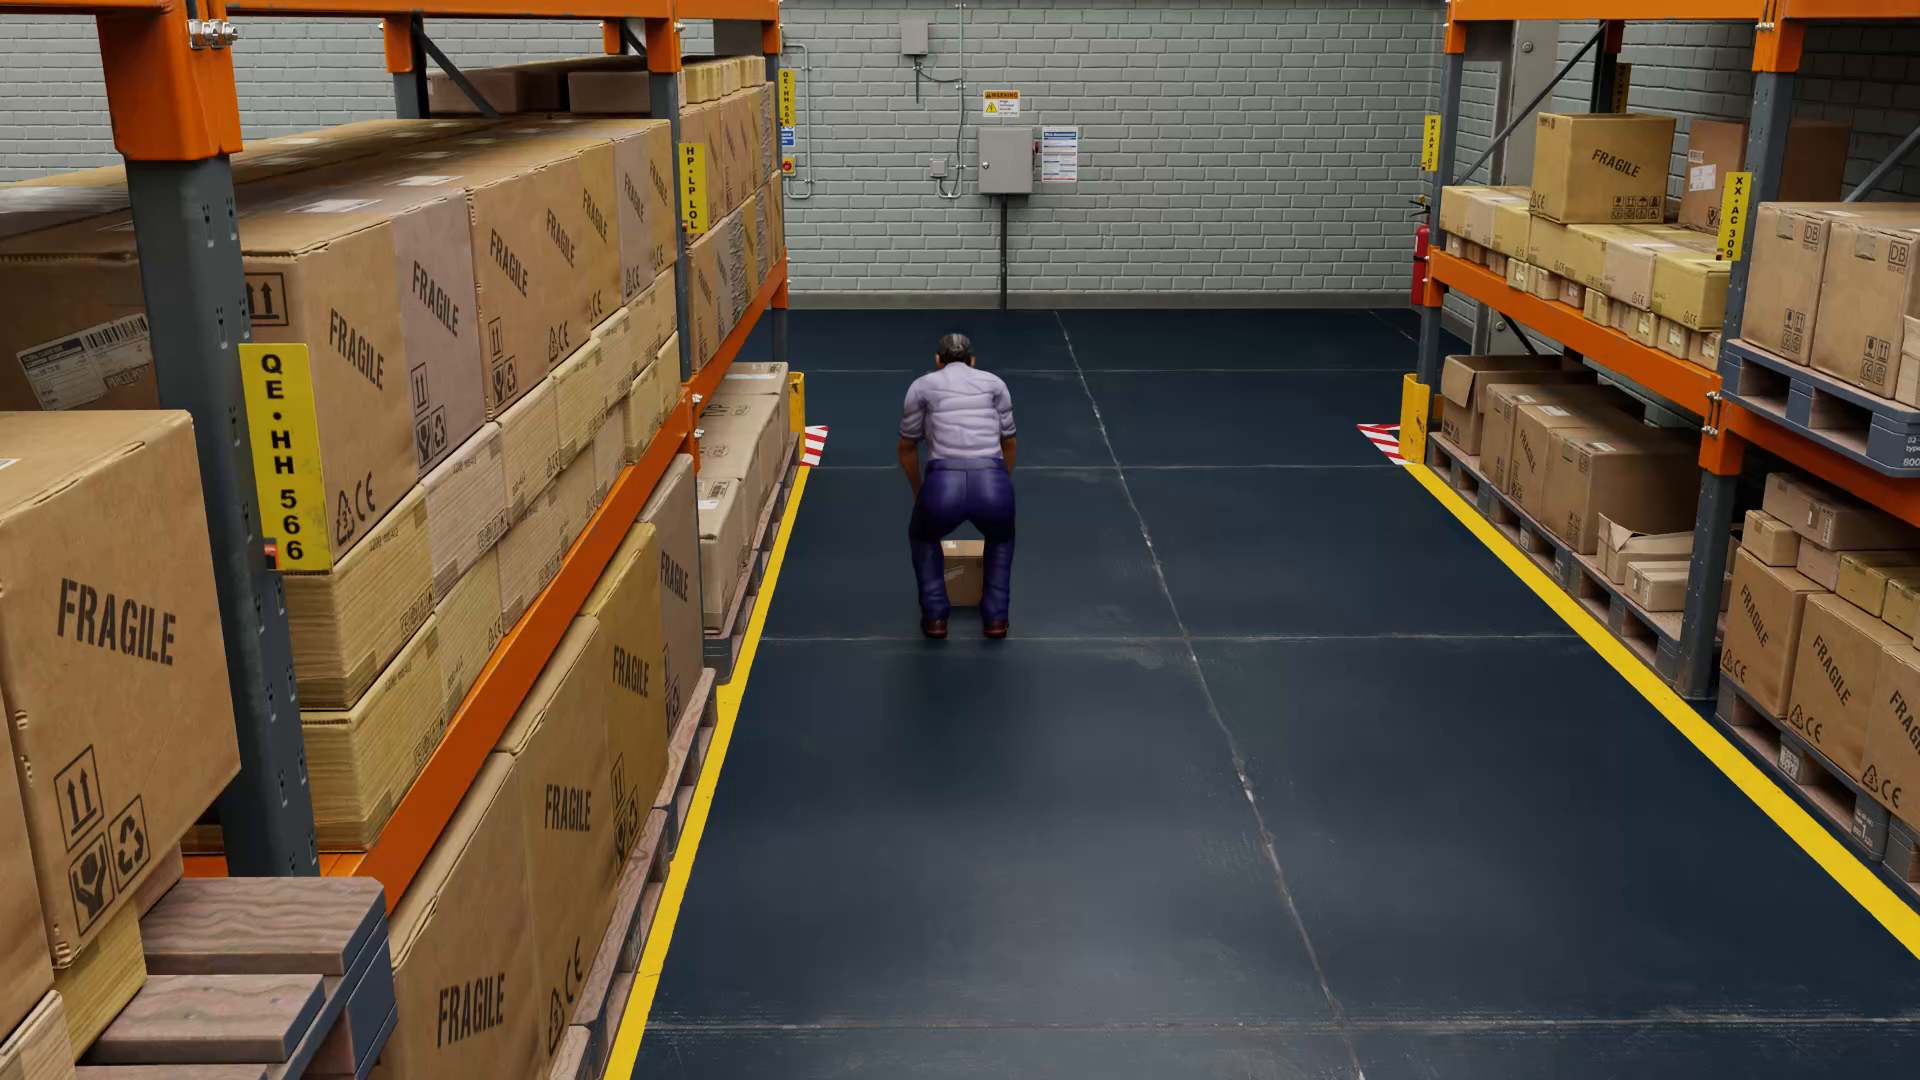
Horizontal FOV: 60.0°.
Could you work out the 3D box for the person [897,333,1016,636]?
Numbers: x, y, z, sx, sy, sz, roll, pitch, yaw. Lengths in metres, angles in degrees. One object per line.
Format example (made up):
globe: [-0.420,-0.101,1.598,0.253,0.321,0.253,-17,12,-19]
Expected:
person: [-0.013,-0.223,7.371,0.534,1.312,0.688,0,17,-1]
